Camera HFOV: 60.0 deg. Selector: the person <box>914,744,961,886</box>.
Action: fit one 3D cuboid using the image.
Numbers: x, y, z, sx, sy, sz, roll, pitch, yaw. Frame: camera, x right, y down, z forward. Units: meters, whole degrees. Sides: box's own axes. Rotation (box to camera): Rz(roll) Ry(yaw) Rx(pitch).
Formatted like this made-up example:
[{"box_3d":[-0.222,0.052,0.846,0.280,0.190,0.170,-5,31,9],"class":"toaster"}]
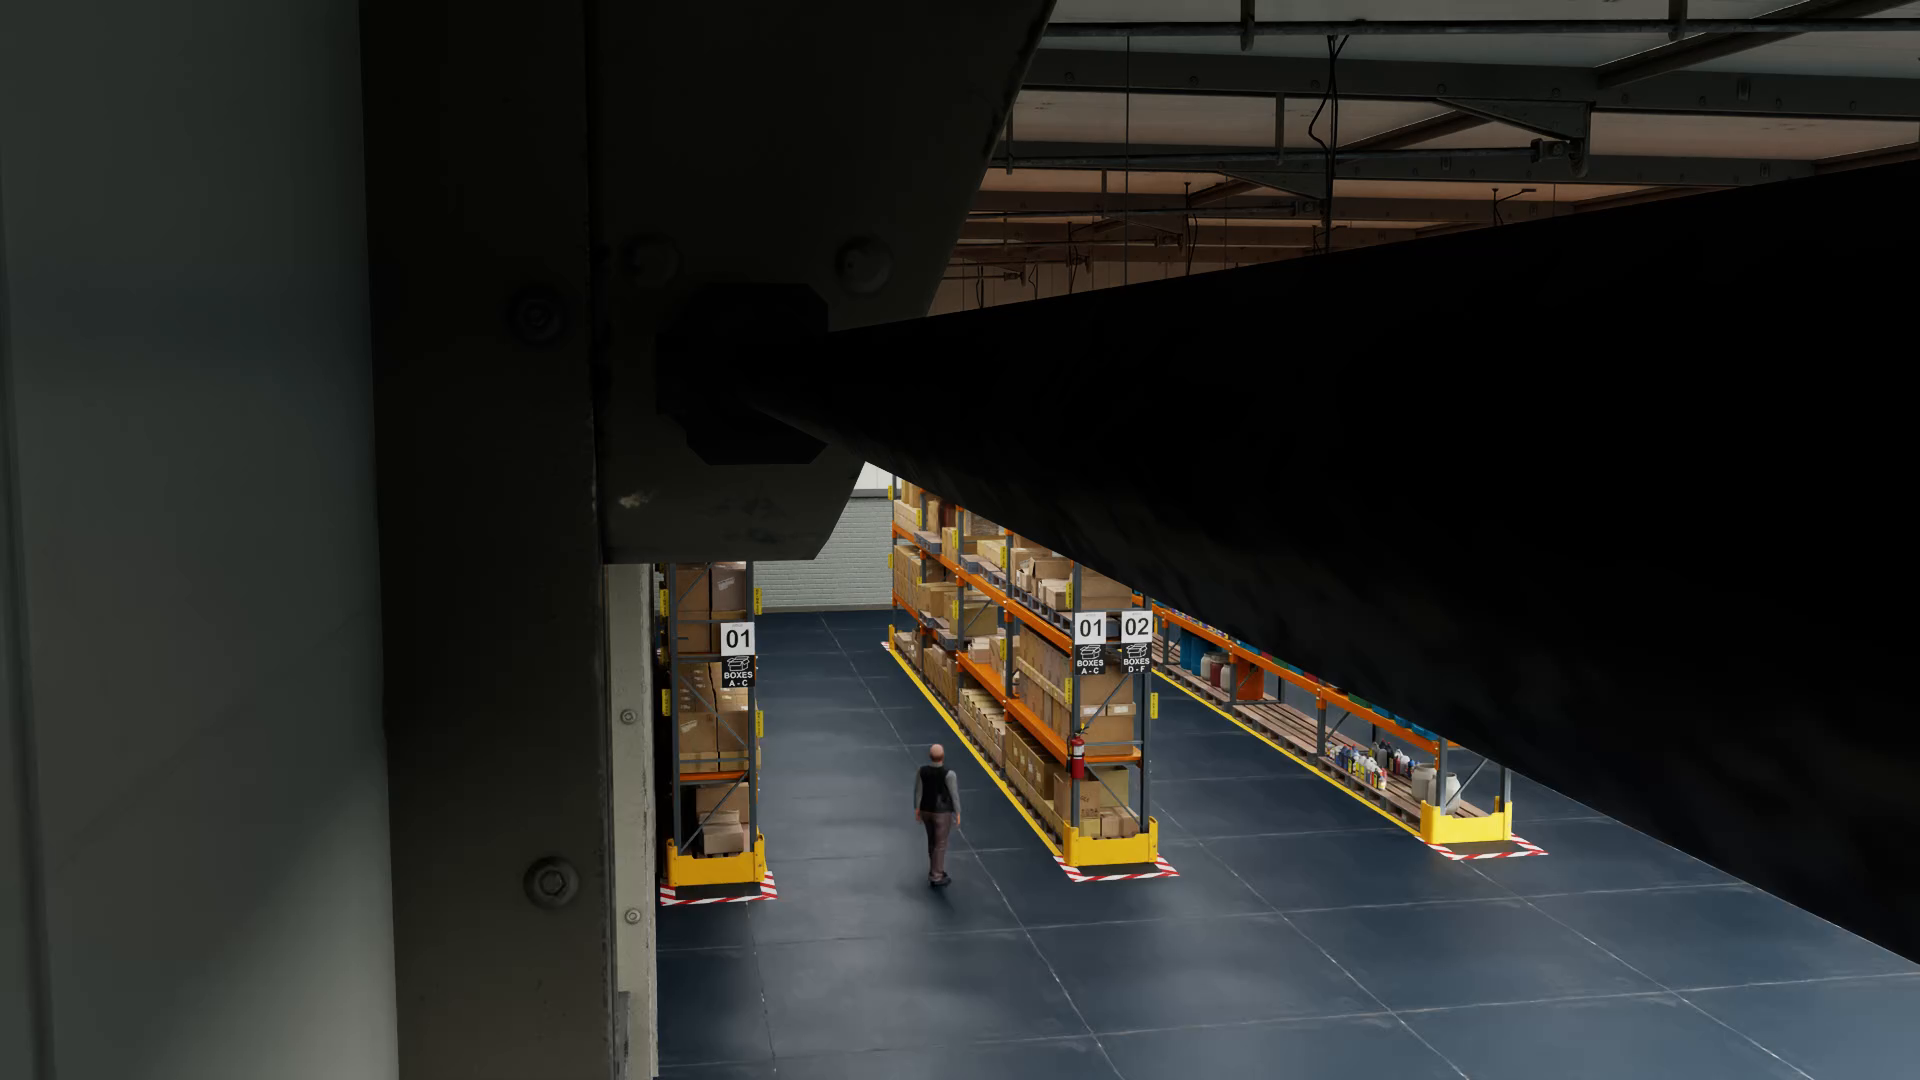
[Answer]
[{"box_3d":[-0.227,3.317,20.168,0.579,1.745,0.551,6,8,42],"class":"person"}]
